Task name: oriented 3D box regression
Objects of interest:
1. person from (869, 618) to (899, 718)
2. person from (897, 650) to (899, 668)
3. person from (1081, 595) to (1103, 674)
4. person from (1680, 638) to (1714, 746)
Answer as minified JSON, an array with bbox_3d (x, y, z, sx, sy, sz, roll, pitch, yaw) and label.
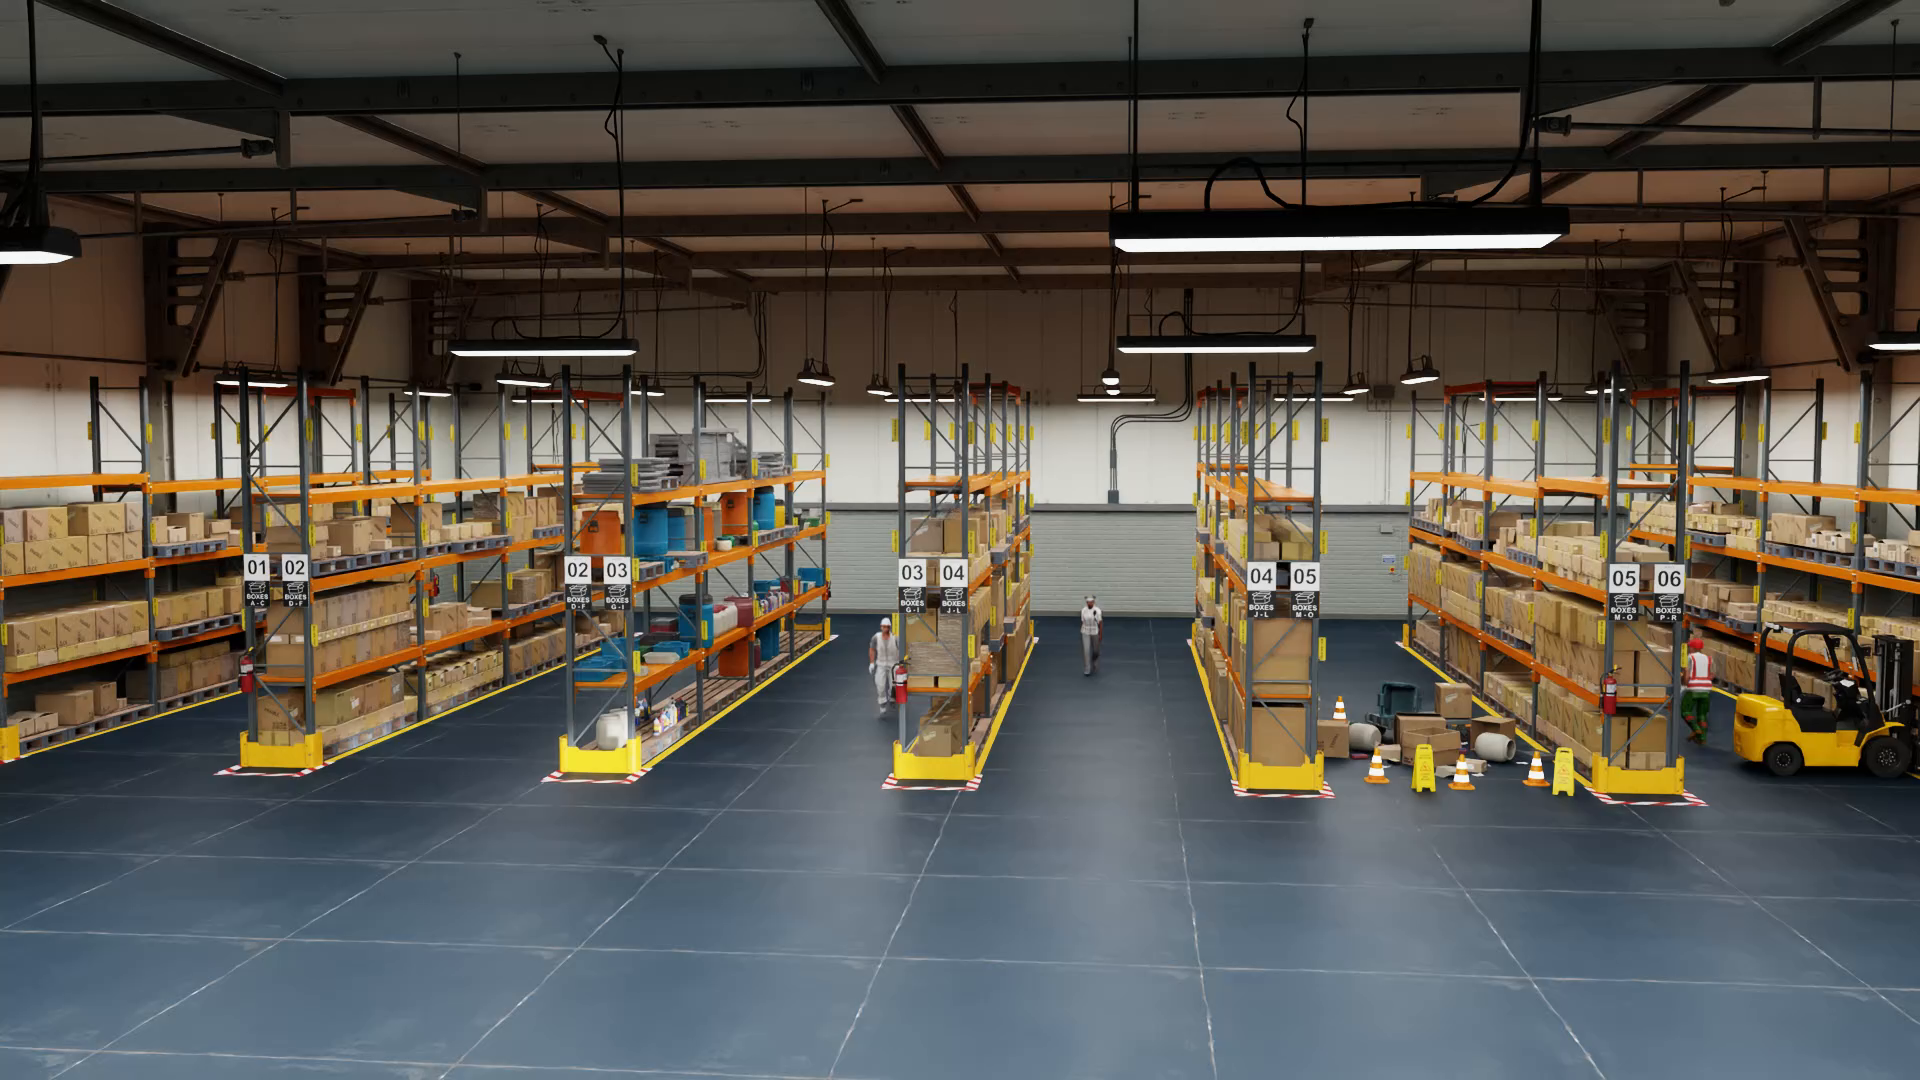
[{"bbox_3d":[-1.308,2.237,29.482,0.620,1.764,0.701,0,4,-1],"label":"person"},{"bbox_3d":[-1.093,2.029,33.553,0.525,1.579,1.050,0,4,3],"label":"person"},{"bbox_3d":[2.741,1.942,34.657,0.455,1.641,0.848,0,4,3],"label":"person"},{"bbox_3d":[11.923,2.445,26.899,0.625,1.678,0.788,0,4,6],"label":"person"}]
